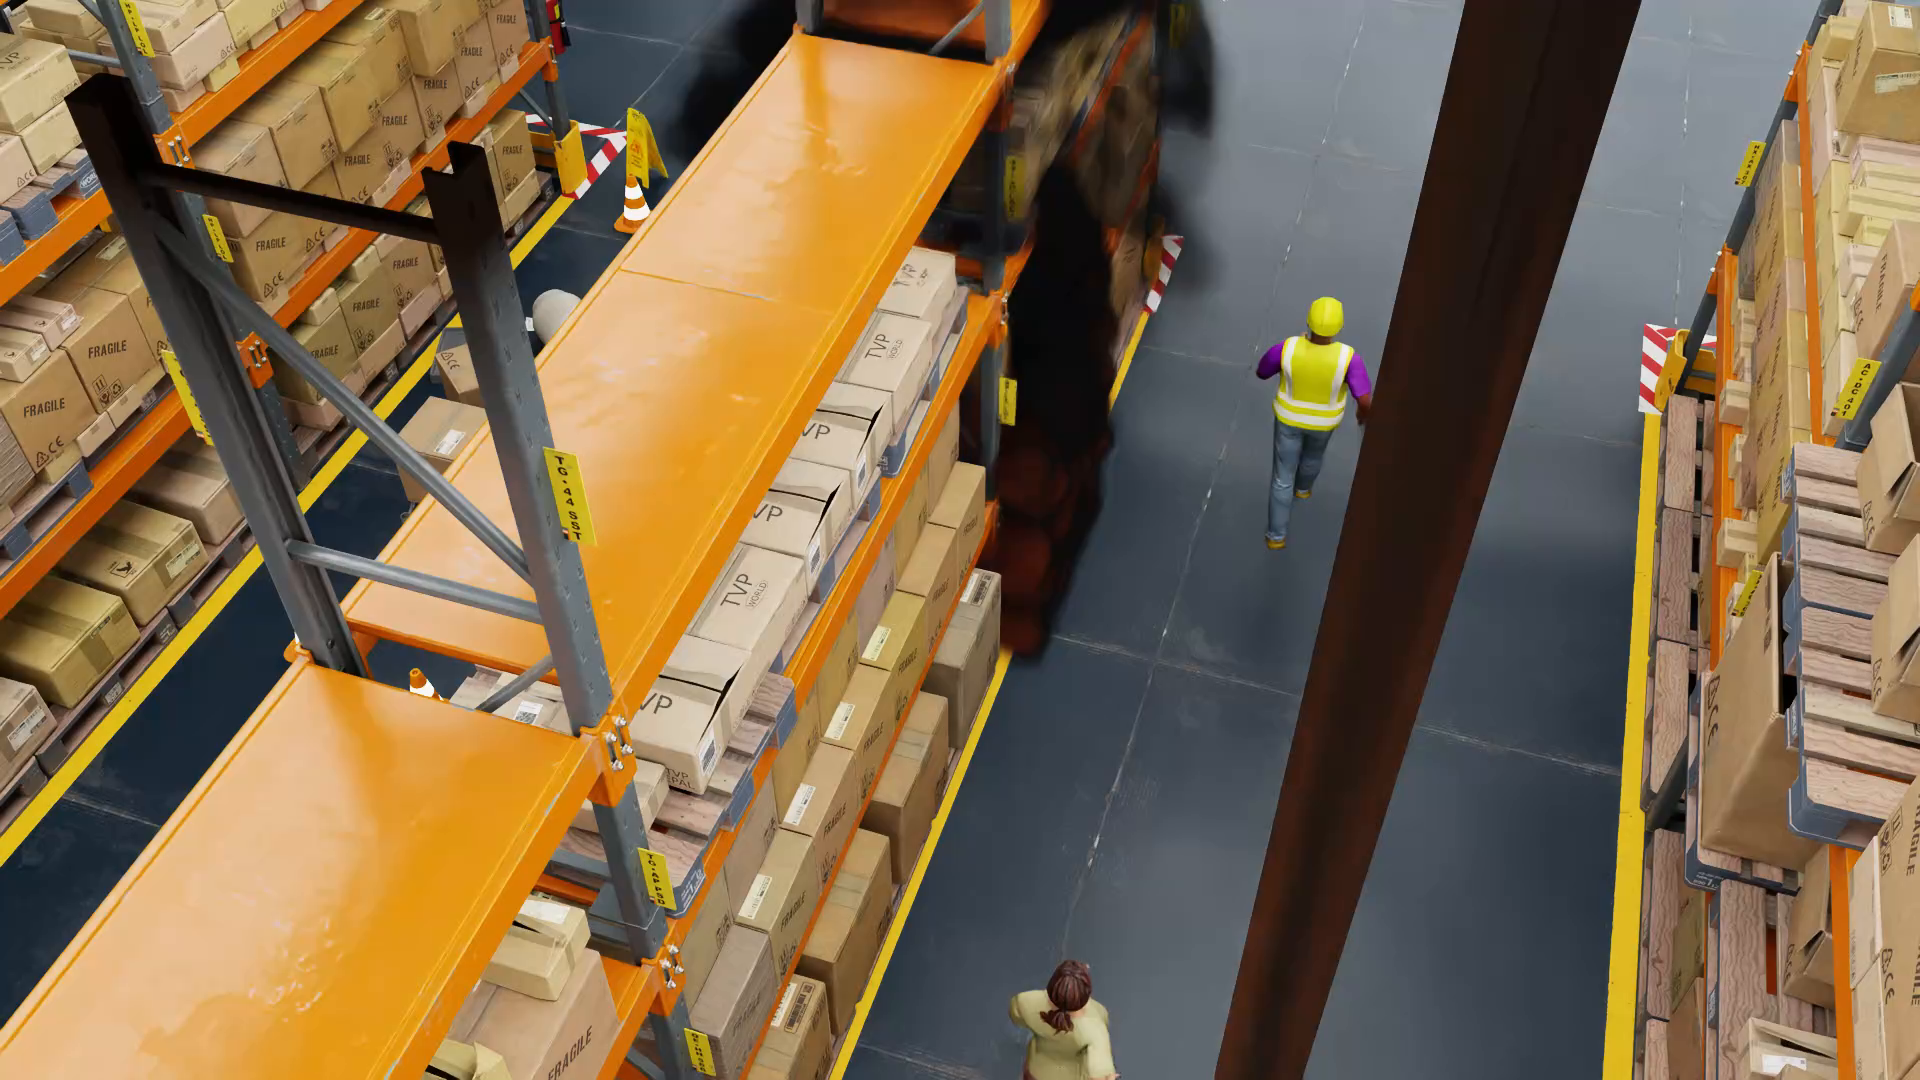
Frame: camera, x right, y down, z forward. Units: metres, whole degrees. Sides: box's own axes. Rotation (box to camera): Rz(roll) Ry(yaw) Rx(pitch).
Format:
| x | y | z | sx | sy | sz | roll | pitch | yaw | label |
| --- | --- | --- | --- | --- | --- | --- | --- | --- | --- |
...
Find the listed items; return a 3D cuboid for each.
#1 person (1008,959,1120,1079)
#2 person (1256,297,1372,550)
| x | y | z | sx | sy | sz | roll | pitch | yaw | label |
| --- | --- | --- | --- | --- | --- | --- | --- | --- | --- |
| 0.457 | 2.339 | 7.352 | 0.564 | 1.676 | 0.892 | 15 | 48 | 14 | person |
| 2.127 | -0.771 | 10.206 | 0.693 | 1.789 | 0.879 | 7 | 46 | 7 | person |
